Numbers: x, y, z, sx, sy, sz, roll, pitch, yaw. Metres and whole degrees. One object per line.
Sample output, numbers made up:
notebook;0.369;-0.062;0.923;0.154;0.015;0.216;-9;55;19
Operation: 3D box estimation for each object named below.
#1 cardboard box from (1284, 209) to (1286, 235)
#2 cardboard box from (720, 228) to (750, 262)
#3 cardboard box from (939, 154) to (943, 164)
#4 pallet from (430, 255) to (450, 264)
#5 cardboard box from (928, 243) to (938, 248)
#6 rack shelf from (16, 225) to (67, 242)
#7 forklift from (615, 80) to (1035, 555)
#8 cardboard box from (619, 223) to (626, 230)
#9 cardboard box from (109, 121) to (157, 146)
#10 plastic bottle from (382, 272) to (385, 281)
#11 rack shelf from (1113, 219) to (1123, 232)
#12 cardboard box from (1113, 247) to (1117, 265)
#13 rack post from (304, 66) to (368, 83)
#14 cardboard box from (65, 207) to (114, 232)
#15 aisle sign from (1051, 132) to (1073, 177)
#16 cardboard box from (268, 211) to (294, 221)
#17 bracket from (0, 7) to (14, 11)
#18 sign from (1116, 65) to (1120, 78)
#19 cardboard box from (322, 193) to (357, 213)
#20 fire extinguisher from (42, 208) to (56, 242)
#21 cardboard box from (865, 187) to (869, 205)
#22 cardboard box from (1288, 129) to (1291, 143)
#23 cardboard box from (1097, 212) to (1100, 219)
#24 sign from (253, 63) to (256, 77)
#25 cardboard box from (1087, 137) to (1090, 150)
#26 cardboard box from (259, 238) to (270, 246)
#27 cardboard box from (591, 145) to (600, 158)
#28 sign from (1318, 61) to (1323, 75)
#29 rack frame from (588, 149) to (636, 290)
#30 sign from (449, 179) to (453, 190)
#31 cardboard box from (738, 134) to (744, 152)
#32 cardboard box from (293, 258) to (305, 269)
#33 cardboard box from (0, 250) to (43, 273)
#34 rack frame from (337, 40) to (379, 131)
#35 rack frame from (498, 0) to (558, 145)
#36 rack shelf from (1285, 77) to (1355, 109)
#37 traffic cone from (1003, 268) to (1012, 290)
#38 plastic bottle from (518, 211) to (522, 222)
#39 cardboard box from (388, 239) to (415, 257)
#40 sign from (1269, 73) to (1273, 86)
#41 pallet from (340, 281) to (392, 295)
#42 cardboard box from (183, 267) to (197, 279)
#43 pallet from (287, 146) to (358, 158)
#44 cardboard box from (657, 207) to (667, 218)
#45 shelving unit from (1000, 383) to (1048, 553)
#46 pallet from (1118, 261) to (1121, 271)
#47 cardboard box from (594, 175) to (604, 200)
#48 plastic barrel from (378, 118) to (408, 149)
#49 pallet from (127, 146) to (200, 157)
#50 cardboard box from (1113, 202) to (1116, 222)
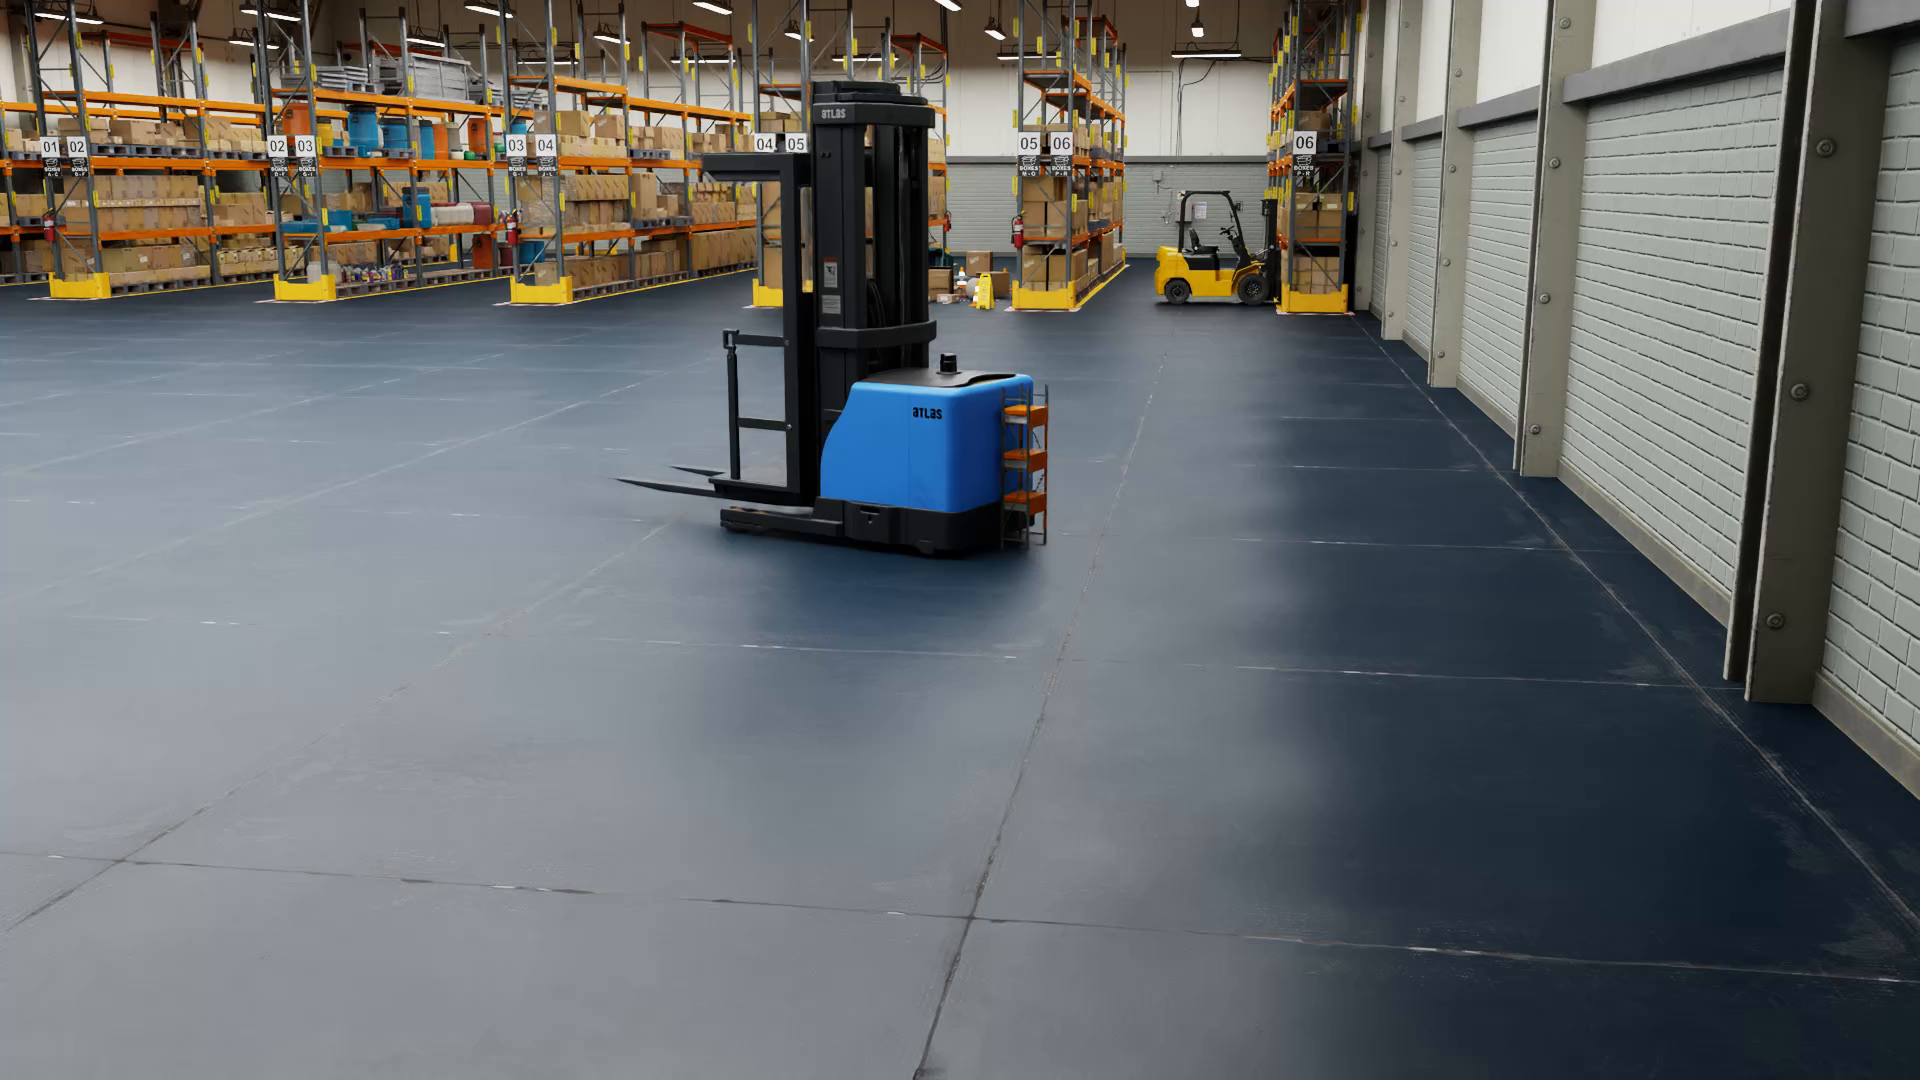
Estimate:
cardboard box;6.518;-6.126;32.064;0.500;0.500;0.500;2;12;9
cardboard box;-6.203;-7.928;44.706;0.875;0.875;0.875;2;12;9
cardboard box;-0.763;-10.461;45.648;0.500;0.250;0.500;2;12;9
pallet;-15.690;-8.236;48.708;1.003;0.211;1.213;2;12;9
cardboard box;-0.813;-8.043;45.554;0.380;0.149;0.250;2;12;11
rack shelf;-21.990;-7.507;40.415;1.077;0.370;4.000;2;12;9
forklift;-1.024;-1.550;11.227;3.031;2.935;1.130;7;14;31
cardboard box;-7.405;-6.732;35.708;0.380;0.149;0.250;2;12;9
cardboard box;-17.780;-8.735;35.709;0.797;0.503;0.637;3;13;15
plastic bottle;-12.422;-5.659;35.730;0.097;0.201;0.097;0;12;0
rack shelf;3.716;-8.370;44.419;1.077;0.370;4.000;2;12;9
cardboard box;3.611;-7.385;43.227;0.875;0.438;0.875;2;12;8
rack post;-12.856;-9.589;34.307;0.937;0.300;0.954;2;12;8
cardboard box;-17.933;-6.596;34.241;0.700;0.500;0.500;2;12;9
aisle sign;1.860;-7.055;30.440;0.394;0.787;0.004;2;12;9
cardboard box;-16.886;-7.998;41.195;0.500;0.311;0.500;3;12;12
bracket;-22.849;-12.087;37.175;0.076;0.066;4.783;2;12;9
sign;3.946;-11.718;41.602;0.100;0.325;0.005;2;12;9
cardboard box;-16.509;-8.966;44.242;0.700;0.500;0.500;4;13;18
fire extinguisher;-18.494;-6.403;33.767;0.296;0.674;0.183;2;12;9
cardboard box;-2.424;-7.738;37.168;0.700;0.500;0.500;2;12;8
cardboard box;6.555;-7.836;32.197;0.396;0.266;0.258;2;12;7
cardboard box;2.936;-7.257;37.148;0.380;0.149;0.250;2;12;10
sign;-17.325;-11.559;40.864;0.100;0.325;0.005;2;12;9
cardboard box;2.376;-8.077;33.884;0.500;0.250;0.500;2;12;8
cardboard box;-20.614;-8.566;48.558;0.700;0.500;0.500;1;12;7
cardboard box;-7.672;-7.932;33.917;0.500;0.250;0.500;2;12;10
sign;8.863;-11.595;40.844;0.100;0.325;0.005;2;12;9
rack frame;-7.614;-6.961;36.174;1.000;3.000;0.127;2;12;9
sign;-15.011;-10.479;49.000;0.100;0.325;0.005;2;12;9
cardboard box;-6.236;-10.672;44.804;0.700;0.500;0.500;3;12;12
cardboard box;-16.627;-6.859;41.231;0.500;0.250;0.500;2;12;10
cardboard box;-22.201;-6.589;39.338;0.700;0.500;0.500;2;12;11
rack frame;-16.172;-11.881;44.762;1.000;3.000;0.127;2;12;9
rack frame;-8.229;-9.061;31.678;1.000;3.000;0.127;2;12;9
rack shelf;6.776;-8.449;31.495;1.077;0.370;4.000;2;12;9
traffic cone;0.985;-5.703;36.359;0.336;0.463;0.334;2;12;9
plastic bottle;-11.294;-8.262;42.504;0.152;0.276;0.135;2;12;9
cardboard box;-15.888;-8.334;47.426;0.797;0.503;0.637;2;12;9
sign;8.393;-12.423;44.875;0.100;0.325;0.005;2;12;9
pallet;-12.838;-5.365;35.388;1.003;0.211;1.213;2;12;9
cardboard box;-17.344;-5.937;36.950;0.500;0.250;0.500;2;12;9
pallet;-12.900;-7.832;33.543;1.003;0.211;1.213;2;12;9
cardboard box;-6.989;-7.577;38.356;0.396;0.266;0.258;2;12;7
shelving unit;0.412;-0.465;10.658;0.215;1.050;0.252;7;14;30
pallet;3.788;-7.353;44.610;1.003;0.211;1.213;2;12;9
cardboard box;-7.645;-7.229;34.102;0.500;0.500;0.500;2;12;9
plastic barrel;-12.644;-8.946;37.073;0.600;0.901;0.708;2;12;9
pallet;-17.508;-8.527;36.532;1.003;0.211;1.213;2;12;9
cardboard box;3.739;-8.443;42.815;0.500;0.500;0.500;2;12;11
